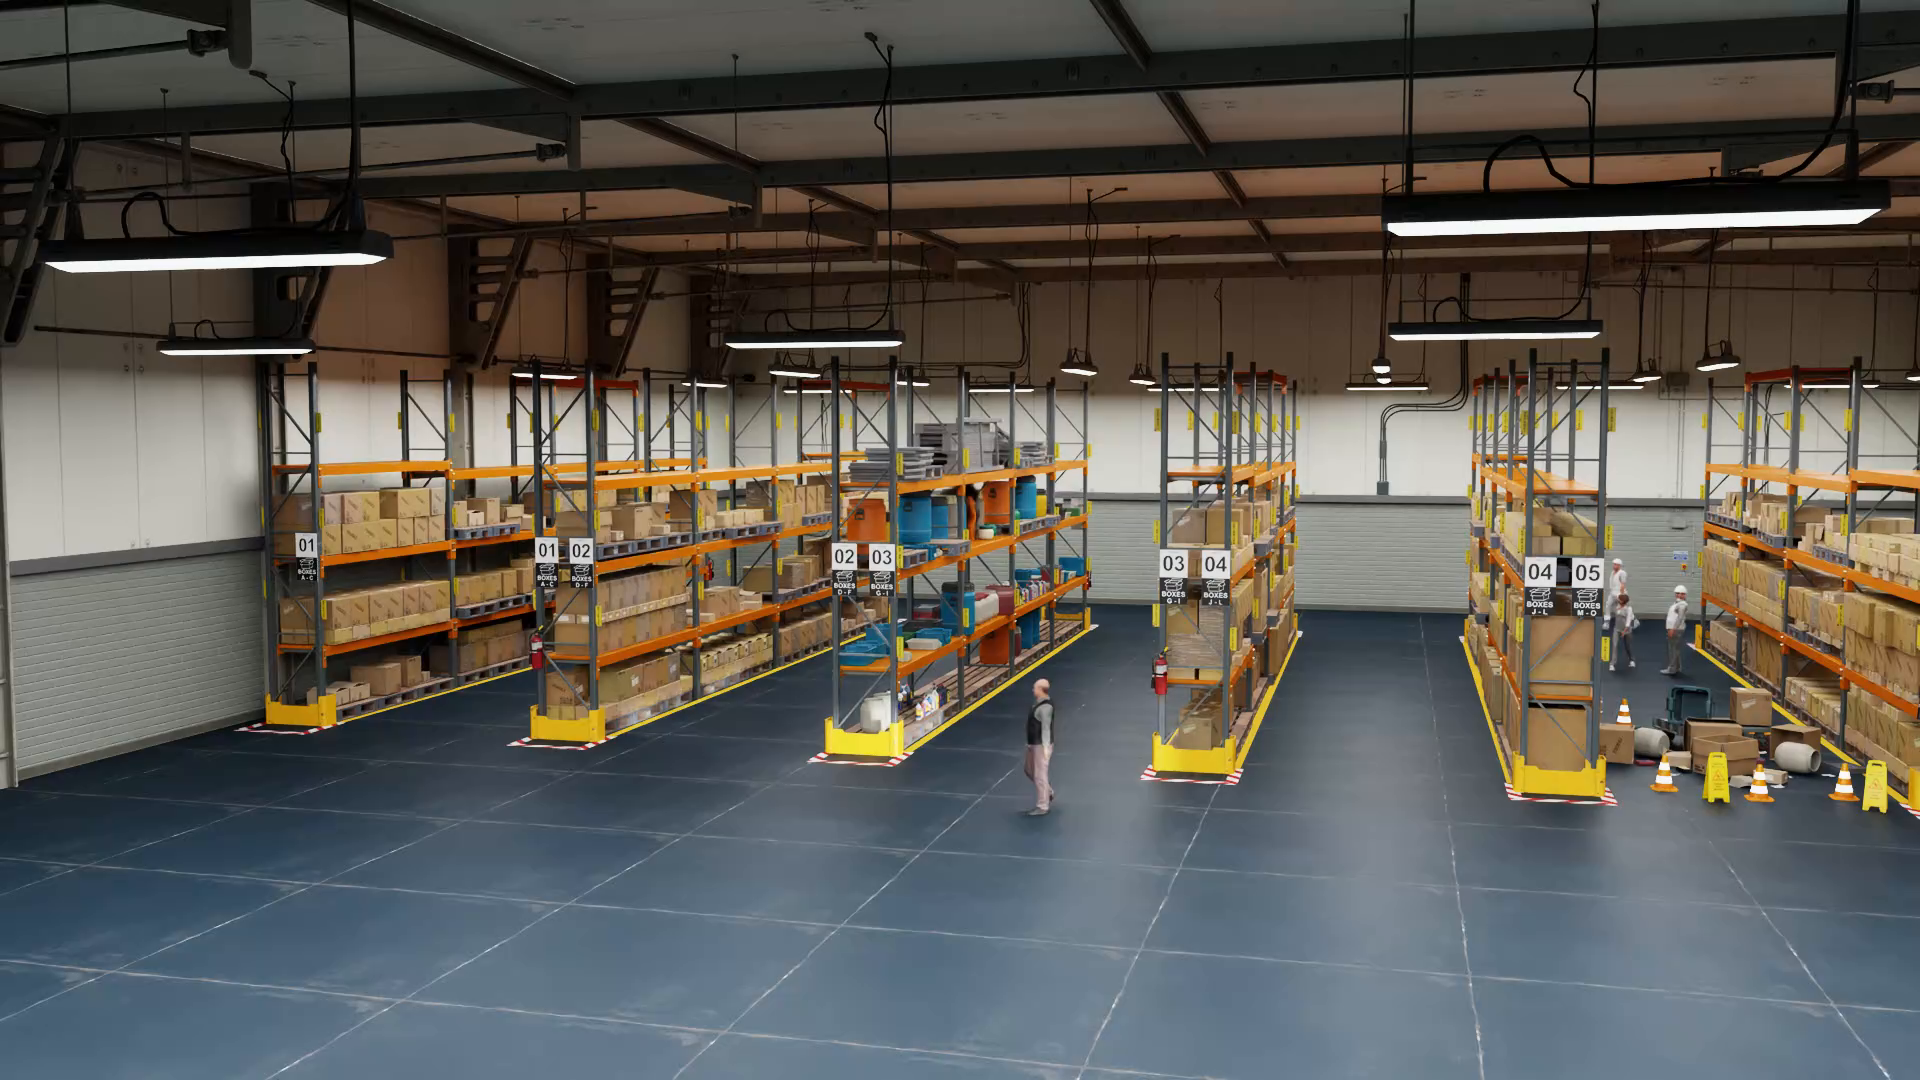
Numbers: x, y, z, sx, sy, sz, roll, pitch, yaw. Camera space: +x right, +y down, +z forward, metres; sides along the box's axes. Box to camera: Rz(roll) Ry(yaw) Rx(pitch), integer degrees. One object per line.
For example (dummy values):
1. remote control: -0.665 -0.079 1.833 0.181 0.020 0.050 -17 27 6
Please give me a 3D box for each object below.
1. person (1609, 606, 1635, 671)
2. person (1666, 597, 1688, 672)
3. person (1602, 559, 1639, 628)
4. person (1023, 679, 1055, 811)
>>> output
1. person: 13.414 1.973 33.645 0.364 1.307 0.937 3 5 39
2. person: 14.266 1.881 33.067 0.412 1.470 0.463 3 5 33
3. person: 15.867 1.287 39.923 0.815 1.689 0.571 0 4 1
4. person: 1.035 2.608 21.308 0.397 1.664 0.547 0 4 -6
